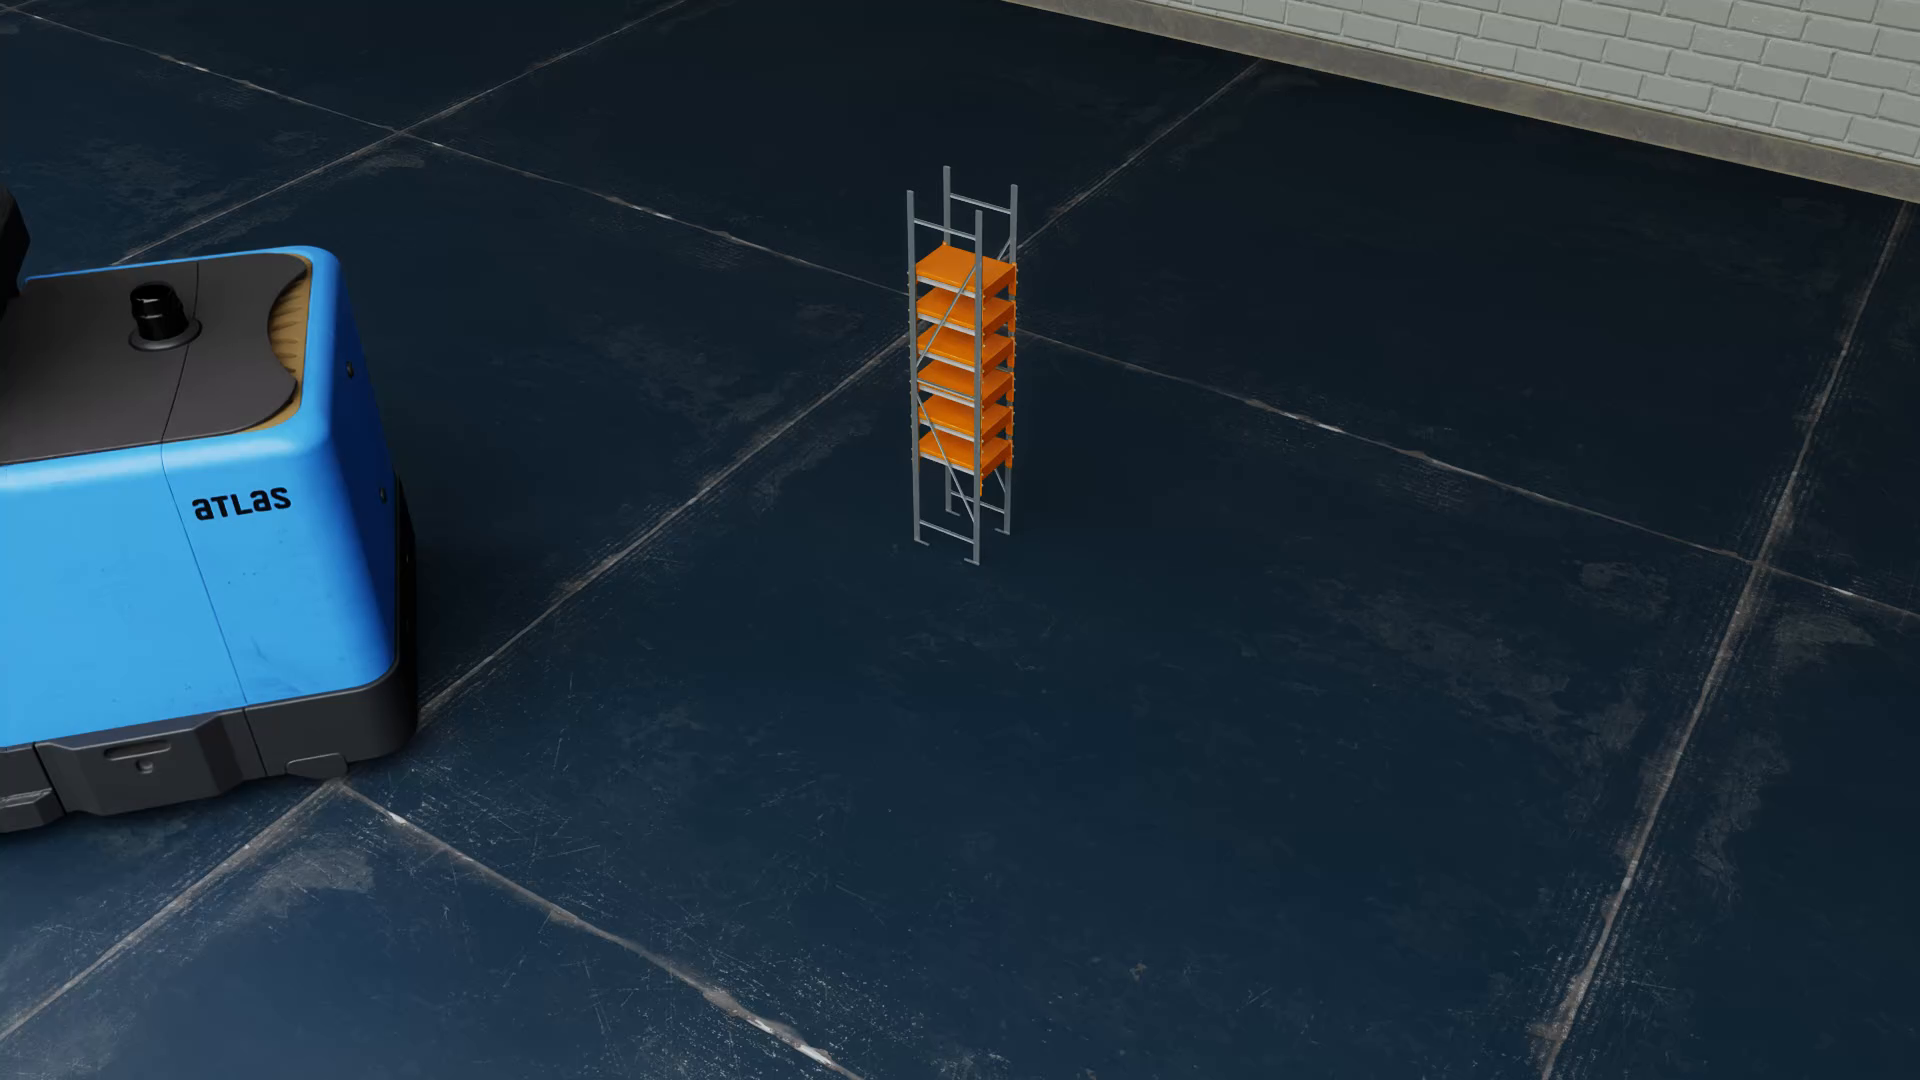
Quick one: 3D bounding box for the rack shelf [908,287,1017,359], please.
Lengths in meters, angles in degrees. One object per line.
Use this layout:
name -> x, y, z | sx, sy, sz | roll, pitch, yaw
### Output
rack shelf -> 0.008, -0.638, 4.774 | 0.258, 0.103, 0.180 | 21, 42, 25

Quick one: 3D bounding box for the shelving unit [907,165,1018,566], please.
shelving unit -> 0.008, -0.483, 4.893 | 0.258, 1.200, 0.189 | 21, 42, 25

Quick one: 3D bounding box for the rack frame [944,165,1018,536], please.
rack frame -> 0.057, -0.530, 4.955 | 0.240, 1.200, 0.006 | 21, 42, 25

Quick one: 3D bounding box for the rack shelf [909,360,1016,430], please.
rack shelf -> 0.008, -0.447, 4.920 | 0.258, 0.103, 0.180 | 21, 42, 25

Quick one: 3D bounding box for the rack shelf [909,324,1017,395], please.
rack shelf -> 0.008, -0.542, 4.847 | 0.258, 0.103, 0.180 | 21, 42, 25

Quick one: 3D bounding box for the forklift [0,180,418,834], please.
forklift -> -3.035, -0.616, 3.649 | 3.031, 2.935, 1.130 | -9, 39, -12

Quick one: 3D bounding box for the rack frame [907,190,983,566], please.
rack frame -> -0.041, -0.435, 4.832 | 0.240, 1.200, 0.006 | 21, 42, 25

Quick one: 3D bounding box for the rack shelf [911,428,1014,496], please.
rack shelf -> 0.008, -0.257, 5.067 | 0.258, 0.103, 0.180 | 21, 42, 25

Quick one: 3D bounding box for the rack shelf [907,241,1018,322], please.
rack shelf -> 0.008, -0.733, 4.701 | 0.258, 0.103, 0.180 | 21, 42, 25

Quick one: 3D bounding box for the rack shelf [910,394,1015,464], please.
rack shelf -> 0.008, -0.352, 4.994 | 0.258, 0.103, 0.180 | 21, 42, 25
